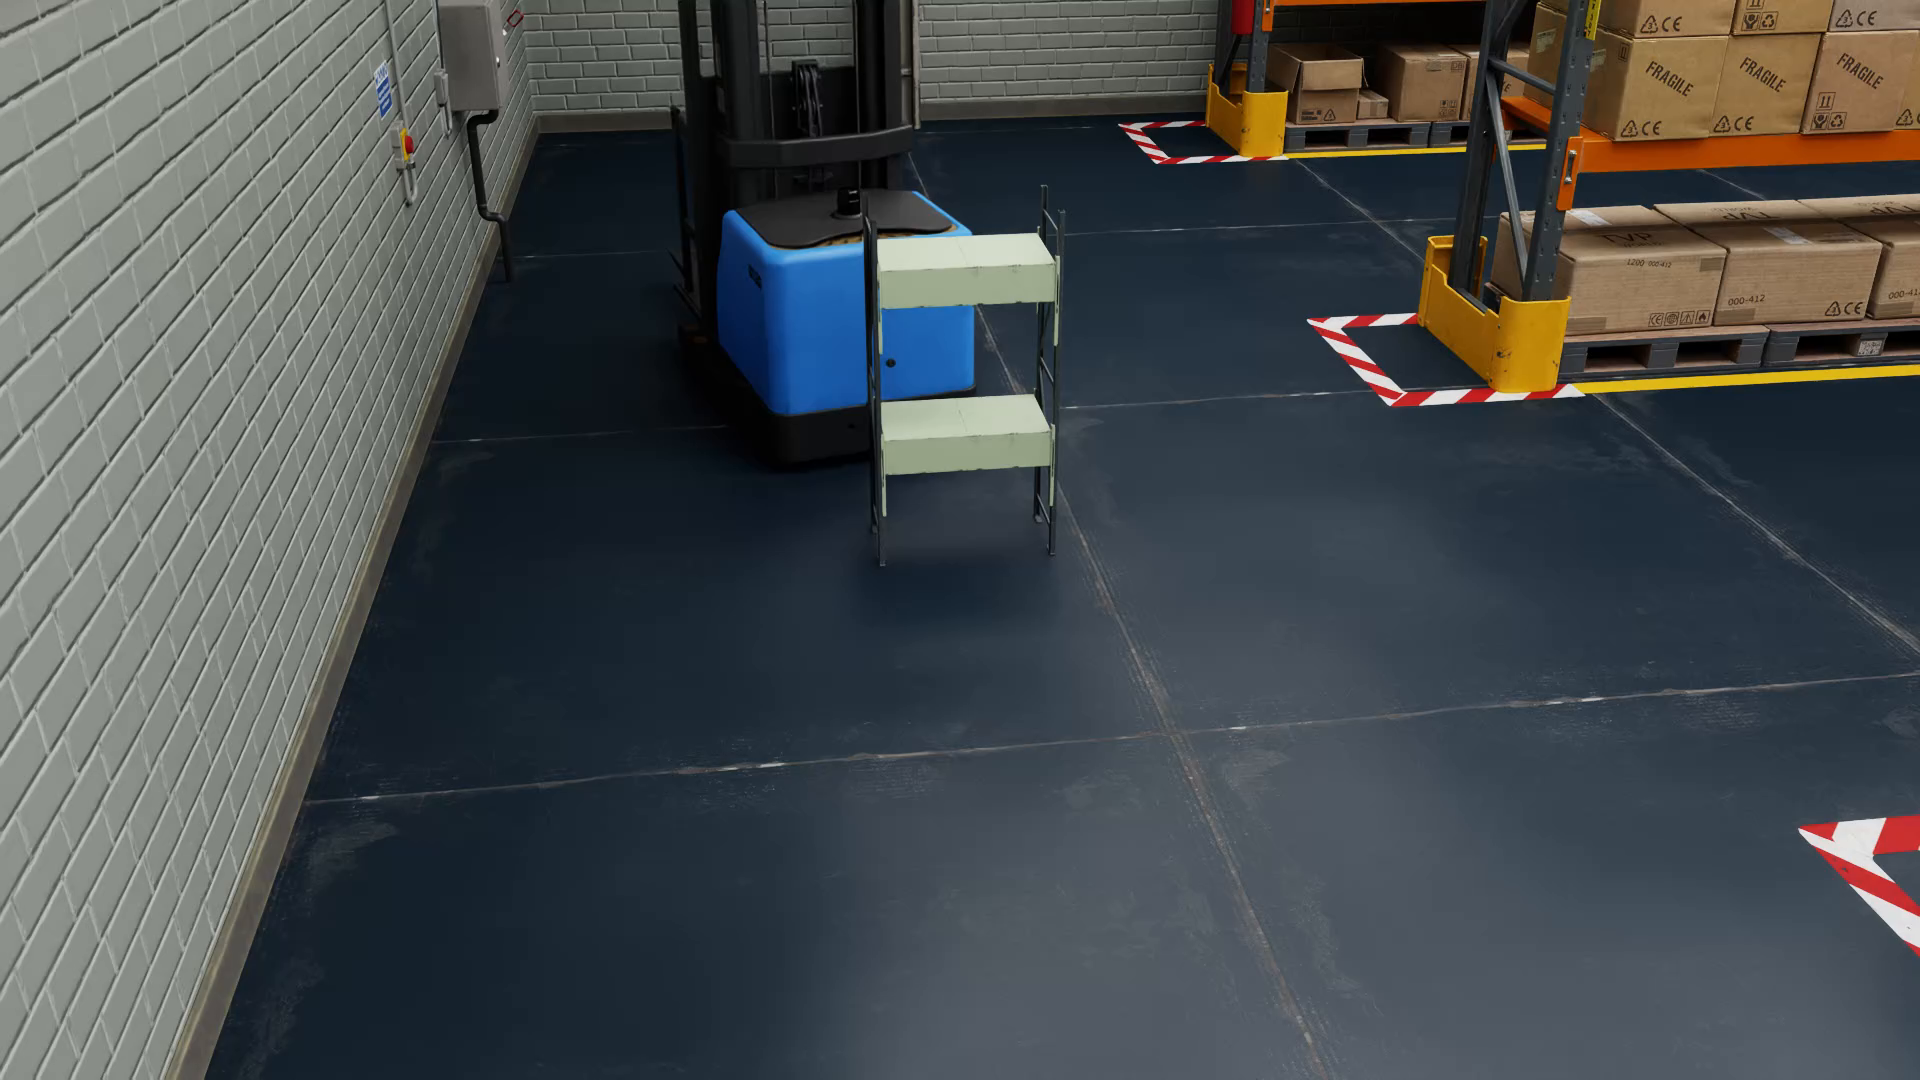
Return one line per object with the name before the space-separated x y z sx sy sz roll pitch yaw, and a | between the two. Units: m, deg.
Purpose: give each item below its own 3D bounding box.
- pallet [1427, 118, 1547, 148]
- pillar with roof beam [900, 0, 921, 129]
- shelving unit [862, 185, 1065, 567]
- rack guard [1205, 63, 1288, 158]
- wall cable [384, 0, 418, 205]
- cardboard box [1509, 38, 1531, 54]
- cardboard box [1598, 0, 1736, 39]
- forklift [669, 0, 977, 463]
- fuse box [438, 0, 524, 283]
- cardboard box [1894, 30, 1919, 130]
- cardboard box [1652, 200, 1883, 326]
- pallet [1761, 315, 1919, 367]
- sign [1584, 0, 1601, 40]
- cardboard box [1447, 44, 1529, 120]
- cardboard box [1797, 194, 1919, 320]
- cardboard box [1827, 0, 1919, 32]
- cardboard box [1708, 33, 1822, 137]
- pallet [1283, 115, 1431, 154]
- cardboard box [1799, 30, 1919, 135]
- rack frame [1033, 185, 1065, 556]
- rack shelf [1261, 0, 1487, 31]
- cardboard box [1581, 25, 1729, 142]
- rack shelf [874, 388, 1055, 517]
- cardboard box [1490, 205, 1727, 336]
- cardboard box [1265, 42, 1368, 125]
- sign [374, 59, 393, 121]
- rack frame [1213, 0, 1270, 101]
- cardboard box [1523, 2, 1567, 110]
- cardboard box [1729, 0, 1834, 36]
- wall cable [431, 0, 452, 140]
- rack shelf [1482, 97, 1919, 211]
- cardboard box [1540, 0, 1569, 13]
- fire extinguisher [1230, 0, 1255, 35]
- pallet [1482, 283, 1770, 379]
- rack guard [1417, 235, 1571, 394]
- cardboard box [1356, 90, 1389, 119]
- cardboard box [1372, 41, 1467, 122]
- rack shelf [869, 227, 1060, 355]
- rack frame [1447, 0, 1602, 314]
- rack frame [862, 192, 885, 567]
pallet | 4.316 -3.513 13.866 1.213 0.211 1.003 -4 27 -7
pillar with roof beam | 0.051 -5.581 8.269 0.400 9.000 9.100 -4 27 -7
shelving unit | 0.007 -0.668 6.908 0.755 1.500 0.431 -4 27 -7
rack guard | 2.322 -3.515 13.552 0.348 0.500 1.175 -4 27 -7
wall cable | -2.639 -2.475 7.640 0.123 1.953 0.585 -4 27 -7
cardboard box | 4.745 -3.795 13.639 0.500 0.500 0.700 -5 28 -9
cardboard box | 3.457 -2.769 8.157 0.500 0.500 0.500 -4 27 -8
forklift | -0.926 -2.318 8.556 1.130 2.935 3.031 -10 29 -19
fuse box | -2.787 -2.395 10.043 0.414 1.711 0.539 -4 27 -7
cardboard box | 4.954 -2.432 8.594 0.500 0.500 0.500 -3 27 -5
cardboard box | 4.486 -1.574 9.379 0.875 0.438 0.875 -3 27 -6
pallet | 4.928 -1.300 9.552 1.213 0.211 1.003 -4 27 -7
sign | 3.013 -2.547 7.894 0.005 0.325 0.100 -4 27 -7
cardboard box | 4.255 -3.718 13.488 0.500 0.500 0.500 -3 27 -6
cardboard box | 5.380 -1.631 9.489 0.875 0.438 0.875 -4 27 -9
cardboard box | 4.476 -2.842 8.297 0.500 0.500 0.500 -4 27 -8
cardboard box | 3.954 -2.368 8.470 0.500 0.500 0.500 -4 27 -8
pallet | 3.111 -3.437 13.718 1.213 0.211 1.003 -4 27 -7
cardboard box | 4.460 -2.392 8.517 0.500 0.500 0.500 -4 27 -7
rack frame | 0.369 -0.691 6.954 0.023 1.500 0.400 -4 27 -7
rack shelf | 4.227 -4.429 13.384 4.000 0.370 1.077 -4 27 -7
cardboard box | 3.457 -2.323 8.383 0.500 0.500 0.500 -4 27 -8
rack shelf | 0.007 -0.378 7.057 0.720 0.370 0.431 -4 27 -7
cardboard box | 3.581 -1.512 9.258 0.875 0.438 0.875 -5 28 -9
cardboard box | 2.865 -3.694 13.438 0.637 0.503 0.797 -5 28 -9
sign | -2.693 -2.103 7.768 0.001 0.218 0.327 -4 27 -7
rack frame | 2.246 -4.622 12.972 0.127 3.000 1.000 -4 27 -7
cardboard box | 3.382 -2.573 8.869 0.500 0.500 0.500 -4 27 -7
cardboard box | 3.967 -2.805 8.227 0.500 0.500 0.500 -4 27 -9
wall cable | -2.848 -3.101 8.896 0.122 1.984 0.588 -4 27 -7
rack shelf | 4.922 -2.185 9.011 4.000 0.370 1.077 -4 27 -7
cardboard box | 3.386 -3.006 8.618 0.500 0.500 0.500 -3 27 -5
fire extinguisher | 2.165 -4.203 12.649 0.183 0.674 0.296 -4 27 -7
pallet | 3.723 -1.224 9.404 1.213 0.211 1.003 -4 27 -7
rack guard | 2.918 -1.265 9.167 0.348 0.500 1.175 -4 27 -7
cardboard box | 3.291 -3.546 13.538 0.250 0.149 0.380 -5 28 -9
cardboard box | 3.717 -3.729 13.511 0.500 0.500 0.700 -3 27 -5
rack shelf | 0.007 -1.015 6.730 0.720 0.370 0.431 -4 27 -7
rack frame | 2.942 -2.378 8.599 0.127 3.000 1.000 -4 27 -7
rack frame | -0.356 -0.644 6.863 0.023 1.500 0.400 -4 27 -7
